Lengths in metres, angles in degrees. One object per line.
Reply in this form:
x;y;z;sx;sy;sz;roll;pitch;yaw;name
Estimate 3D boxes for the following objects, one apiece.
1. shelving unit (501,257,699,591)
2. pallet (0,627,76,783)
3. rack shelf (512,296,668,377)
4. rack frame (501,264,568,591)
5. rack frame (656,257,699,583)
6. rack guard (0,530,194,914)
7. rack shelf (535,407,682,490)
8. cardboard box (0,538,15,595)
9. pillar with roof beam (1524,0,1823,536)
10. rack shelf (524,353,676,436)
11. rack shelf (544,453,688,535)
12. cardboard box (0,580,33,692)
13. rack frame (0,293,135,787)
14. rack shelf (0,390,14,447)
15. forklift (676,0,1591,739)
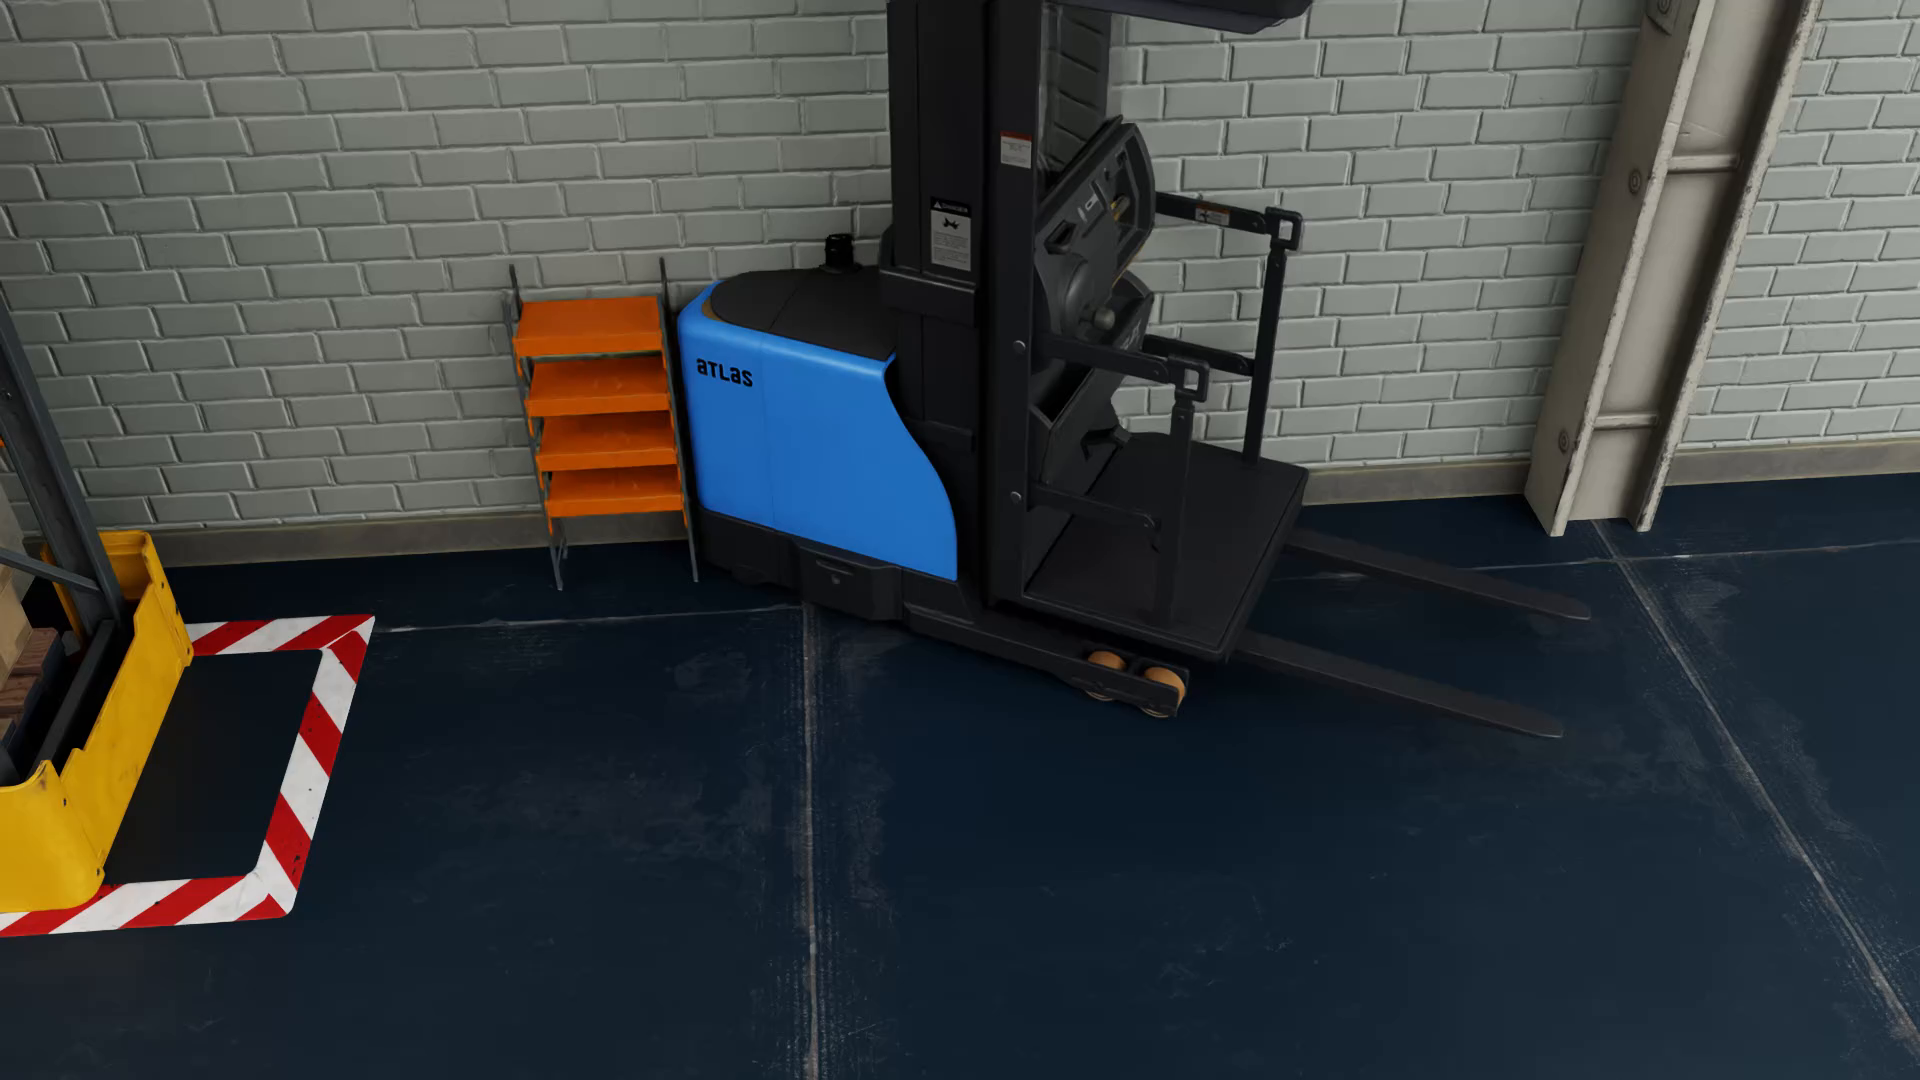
-1.216;-0.374;5.755;0.503;1.200;0.258;-3;38;-4;shelving unit
-3.556;0.713;5.176;1.213;0.211;1.003;-3;38;-4;pallet
-1.216;-0.683;5.511;0.480;0.148;0.258;-3;38;-4;rack shelf
-1.459;-0.359;5.737;0.015;1.200;0.240;-3;38;-4;rack frame
-0.973;-0.389;5.773;0.015;1.200;0.240;-3;38;-4;rack frame
-2.774;0.530;5.175;0.348;0.500;1.175;-3;38;-4;rack guard
-1.216;-0.321;5.796;0.480;0.148;0.258;-3;38;-4;rack shelf
-3.285;0.166;5.095;0.500;0.250;0.500;-2;38;-3;cardboard box
2.786;-0.996;0.248;0.400;9.000;9.100;-3;38;-4;pillar with roof beam
-1.216;-0.497;5.658;0.480;0.148;0.258;-3;38;-4;rack shelf
-1.215;-0.166;5.919;0.480;0.148;0.258;-3;38;-4;rack shelf
-3.305;0.371;5.239;0.500;0.250;0.500;-3;38;-4;cardboard box
-2.798;-0.450;4.399;0.127;3.000;1.000;-3;38;-4;rack frame
-4.791;-0.058;4.482;4.000;0.370;1.077;-3;38;-4;rack shelf
0.608;-0.940;5.075;3.031;2.935;1.130;16;41;19;forklift
